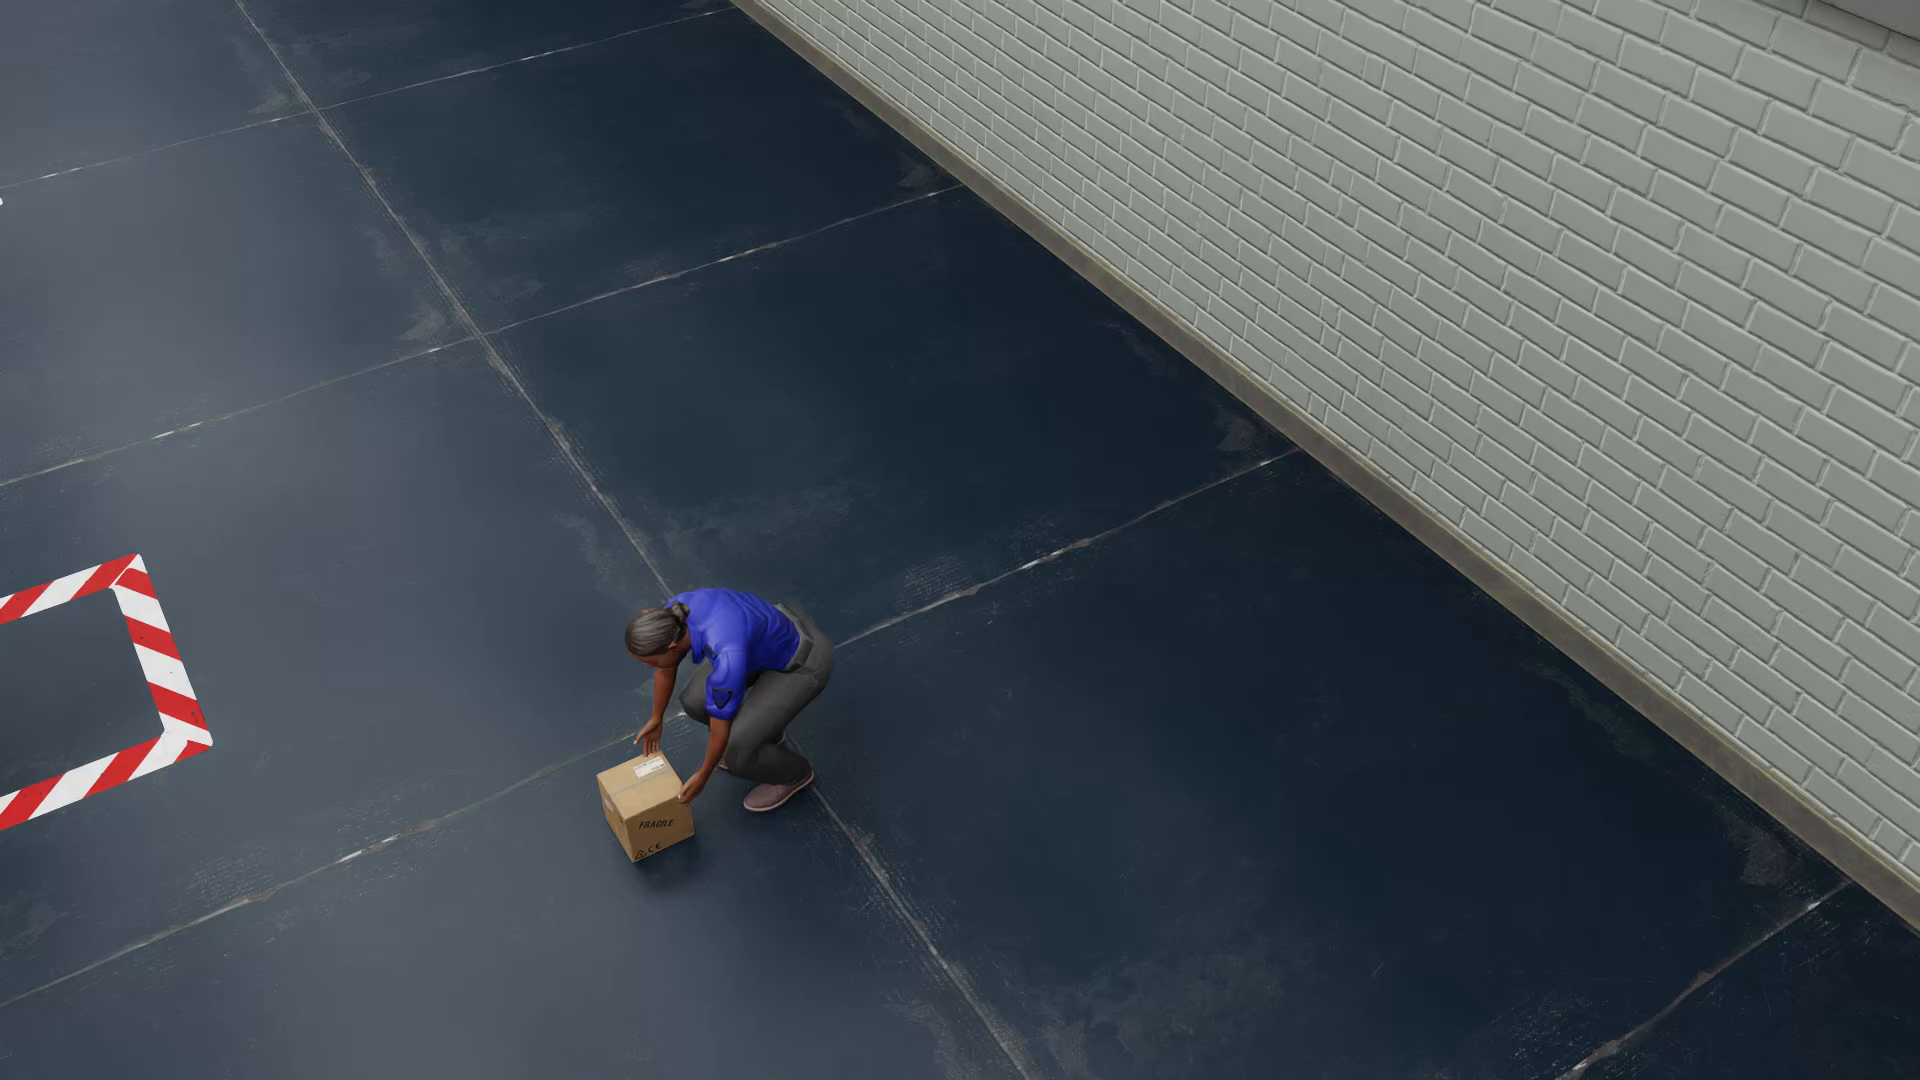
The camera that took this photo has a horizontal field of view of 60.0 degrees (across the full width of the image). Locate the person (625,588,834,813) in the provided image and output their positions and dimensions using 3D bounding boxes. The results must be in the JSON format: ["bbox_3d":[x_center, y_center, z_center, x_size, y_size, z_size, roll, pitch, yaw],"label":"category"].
[{"bbox_3d":[-0.804,0.537,5.992,0.756,1.078,0.498,-23,46,-24],"label":"person"}]
